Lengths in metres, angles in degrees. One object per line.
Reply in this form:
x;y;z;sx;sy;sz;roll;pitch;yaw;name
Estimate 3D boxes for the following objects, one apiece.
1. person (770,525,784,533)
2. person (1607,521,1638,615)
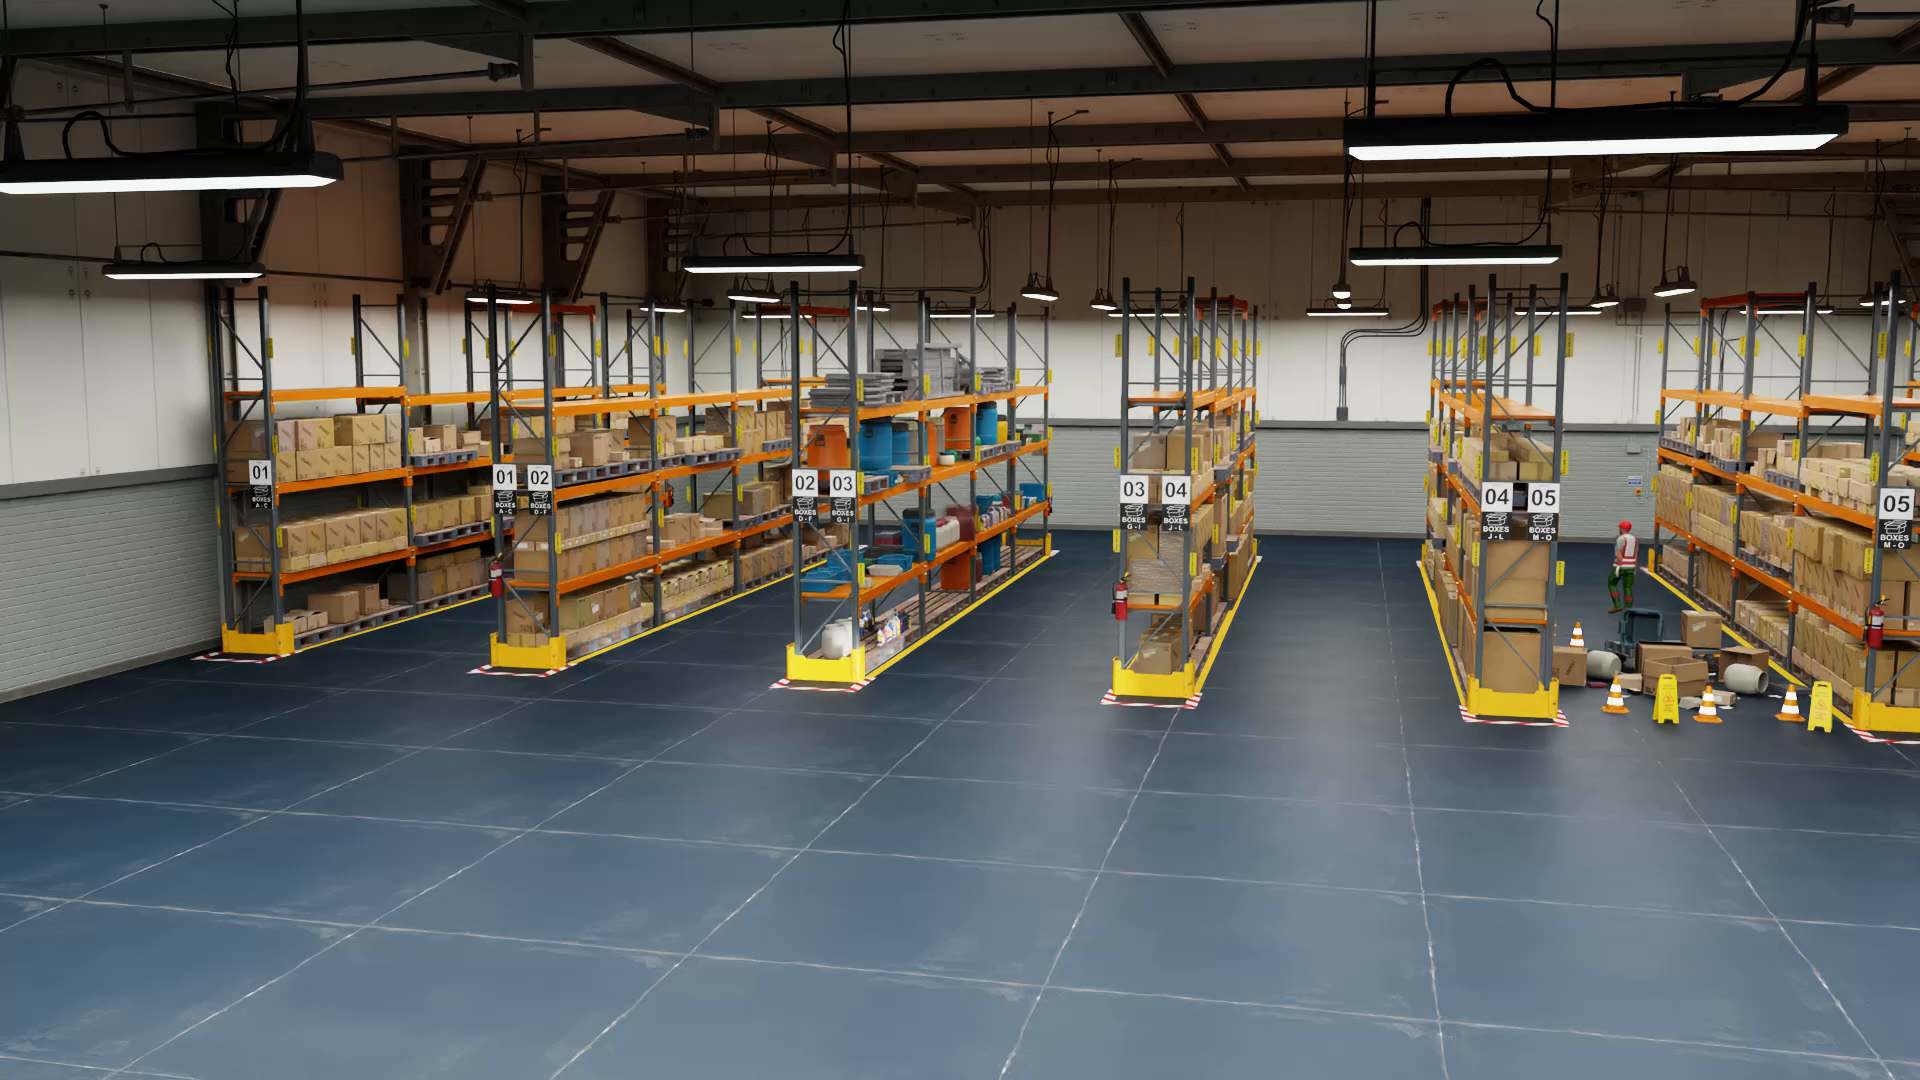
-4.724;-0.732;42.324;0.479;1.767;0.626;-4;8;-30;person
12.471;0.525;31.153;0.528;1.760;0.534;0;7;-4;person
